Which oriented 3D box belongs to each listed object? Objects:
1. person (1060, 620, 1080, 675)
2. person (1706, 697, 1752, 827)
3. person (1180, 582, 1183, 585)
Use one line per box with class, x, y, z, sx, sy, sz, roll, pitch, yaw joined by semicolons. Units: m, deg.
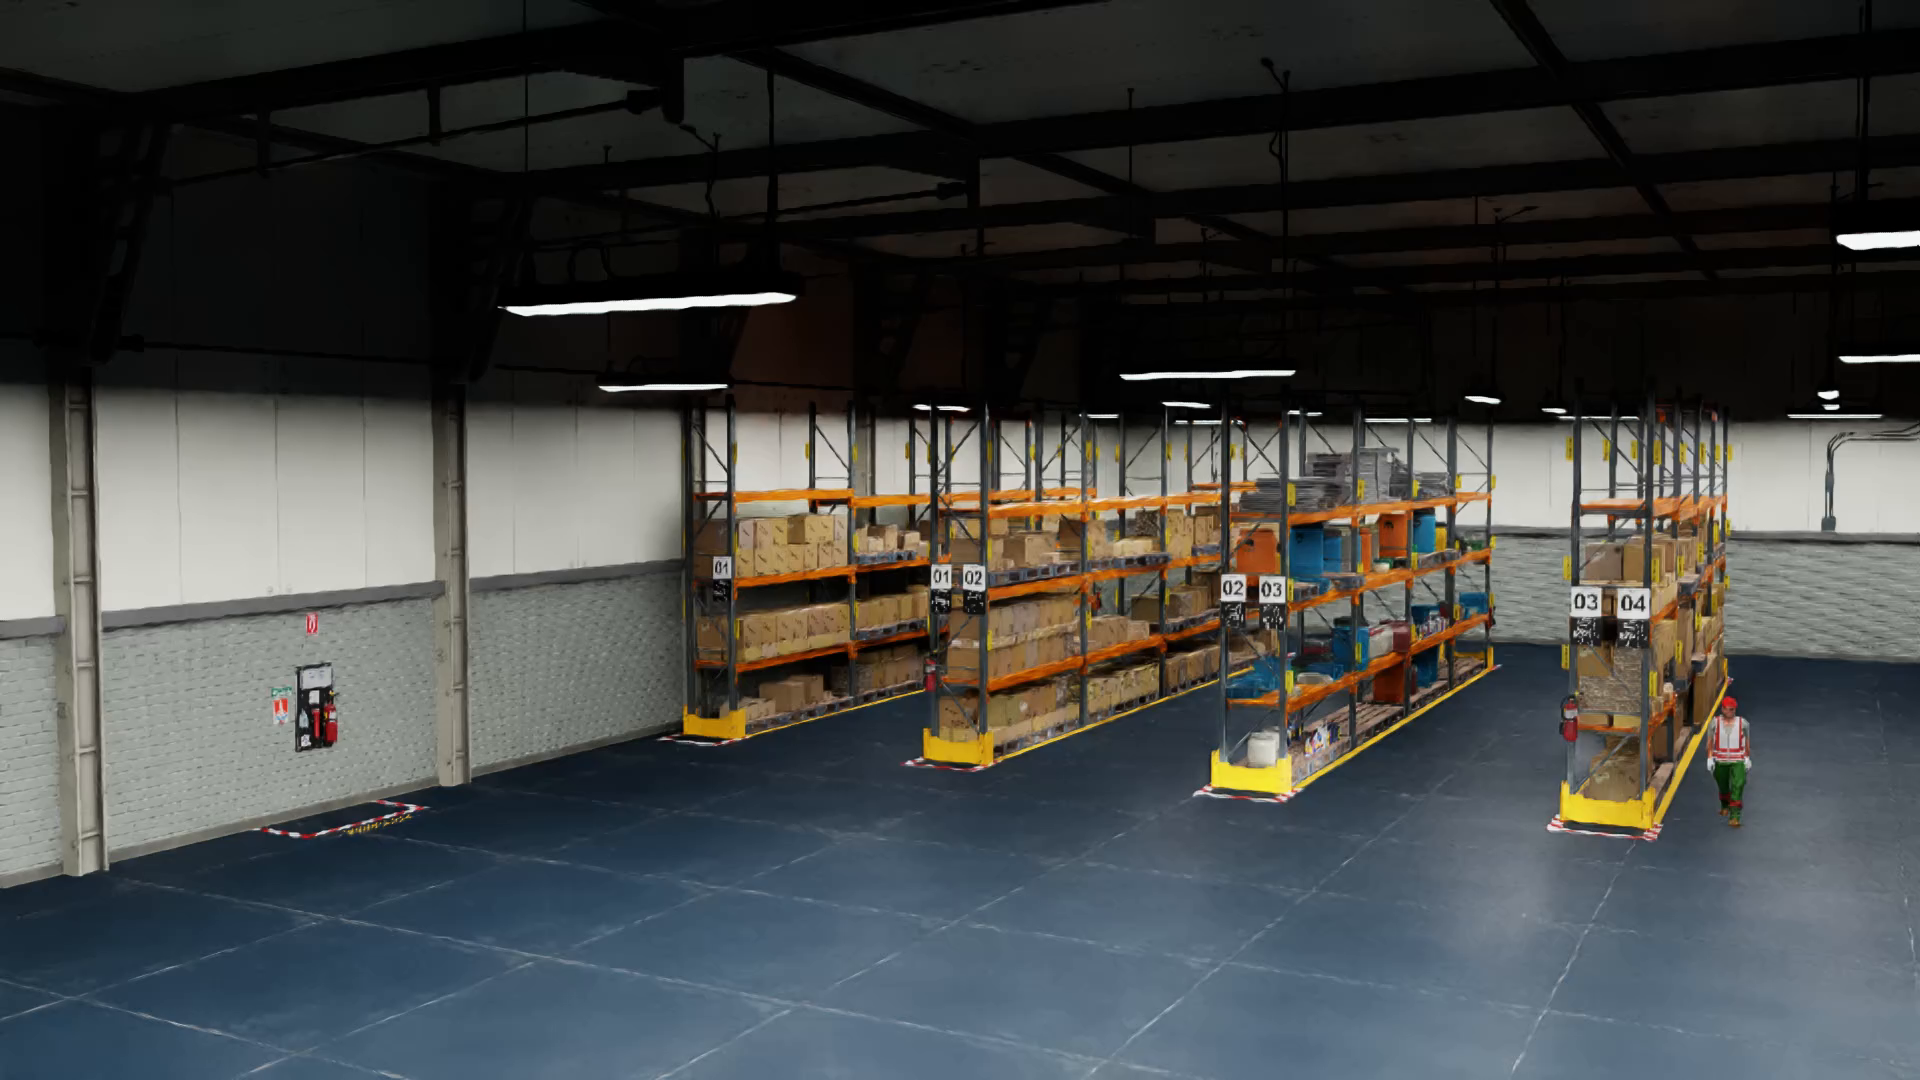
person;2.333;2.300;34.991;0.729;1.732;0.546;1;3;26
person;10.348;2.952;22.406;0.553;1.709;1.123;2;3;30
person;5.798;1.890;44.162;0.592;1.591;0.447;-1;3;-22
